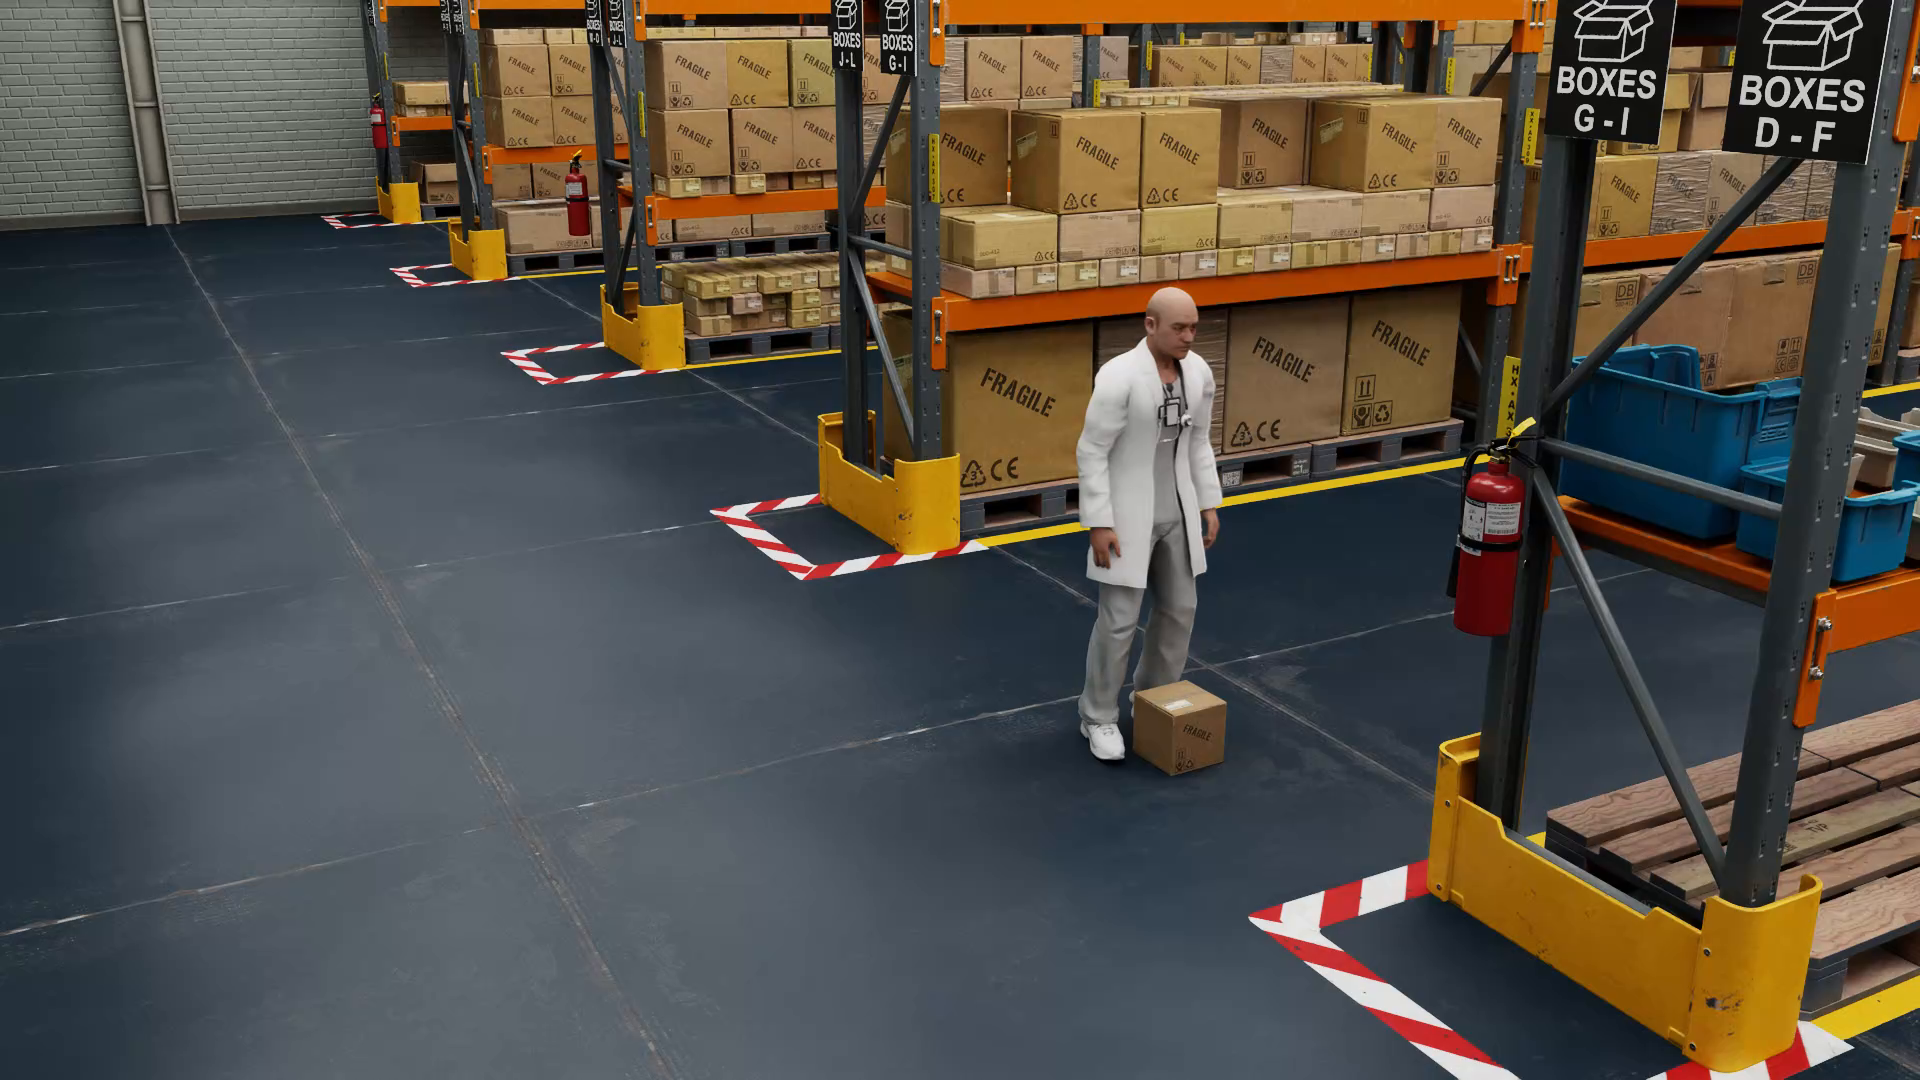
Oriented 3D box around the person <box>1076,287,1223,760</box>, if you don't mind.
[{"bbox_3d":[0.728,-0.079,6.323,0.654,1.774,0.422,-11,21,-30],"label":"person"}]
